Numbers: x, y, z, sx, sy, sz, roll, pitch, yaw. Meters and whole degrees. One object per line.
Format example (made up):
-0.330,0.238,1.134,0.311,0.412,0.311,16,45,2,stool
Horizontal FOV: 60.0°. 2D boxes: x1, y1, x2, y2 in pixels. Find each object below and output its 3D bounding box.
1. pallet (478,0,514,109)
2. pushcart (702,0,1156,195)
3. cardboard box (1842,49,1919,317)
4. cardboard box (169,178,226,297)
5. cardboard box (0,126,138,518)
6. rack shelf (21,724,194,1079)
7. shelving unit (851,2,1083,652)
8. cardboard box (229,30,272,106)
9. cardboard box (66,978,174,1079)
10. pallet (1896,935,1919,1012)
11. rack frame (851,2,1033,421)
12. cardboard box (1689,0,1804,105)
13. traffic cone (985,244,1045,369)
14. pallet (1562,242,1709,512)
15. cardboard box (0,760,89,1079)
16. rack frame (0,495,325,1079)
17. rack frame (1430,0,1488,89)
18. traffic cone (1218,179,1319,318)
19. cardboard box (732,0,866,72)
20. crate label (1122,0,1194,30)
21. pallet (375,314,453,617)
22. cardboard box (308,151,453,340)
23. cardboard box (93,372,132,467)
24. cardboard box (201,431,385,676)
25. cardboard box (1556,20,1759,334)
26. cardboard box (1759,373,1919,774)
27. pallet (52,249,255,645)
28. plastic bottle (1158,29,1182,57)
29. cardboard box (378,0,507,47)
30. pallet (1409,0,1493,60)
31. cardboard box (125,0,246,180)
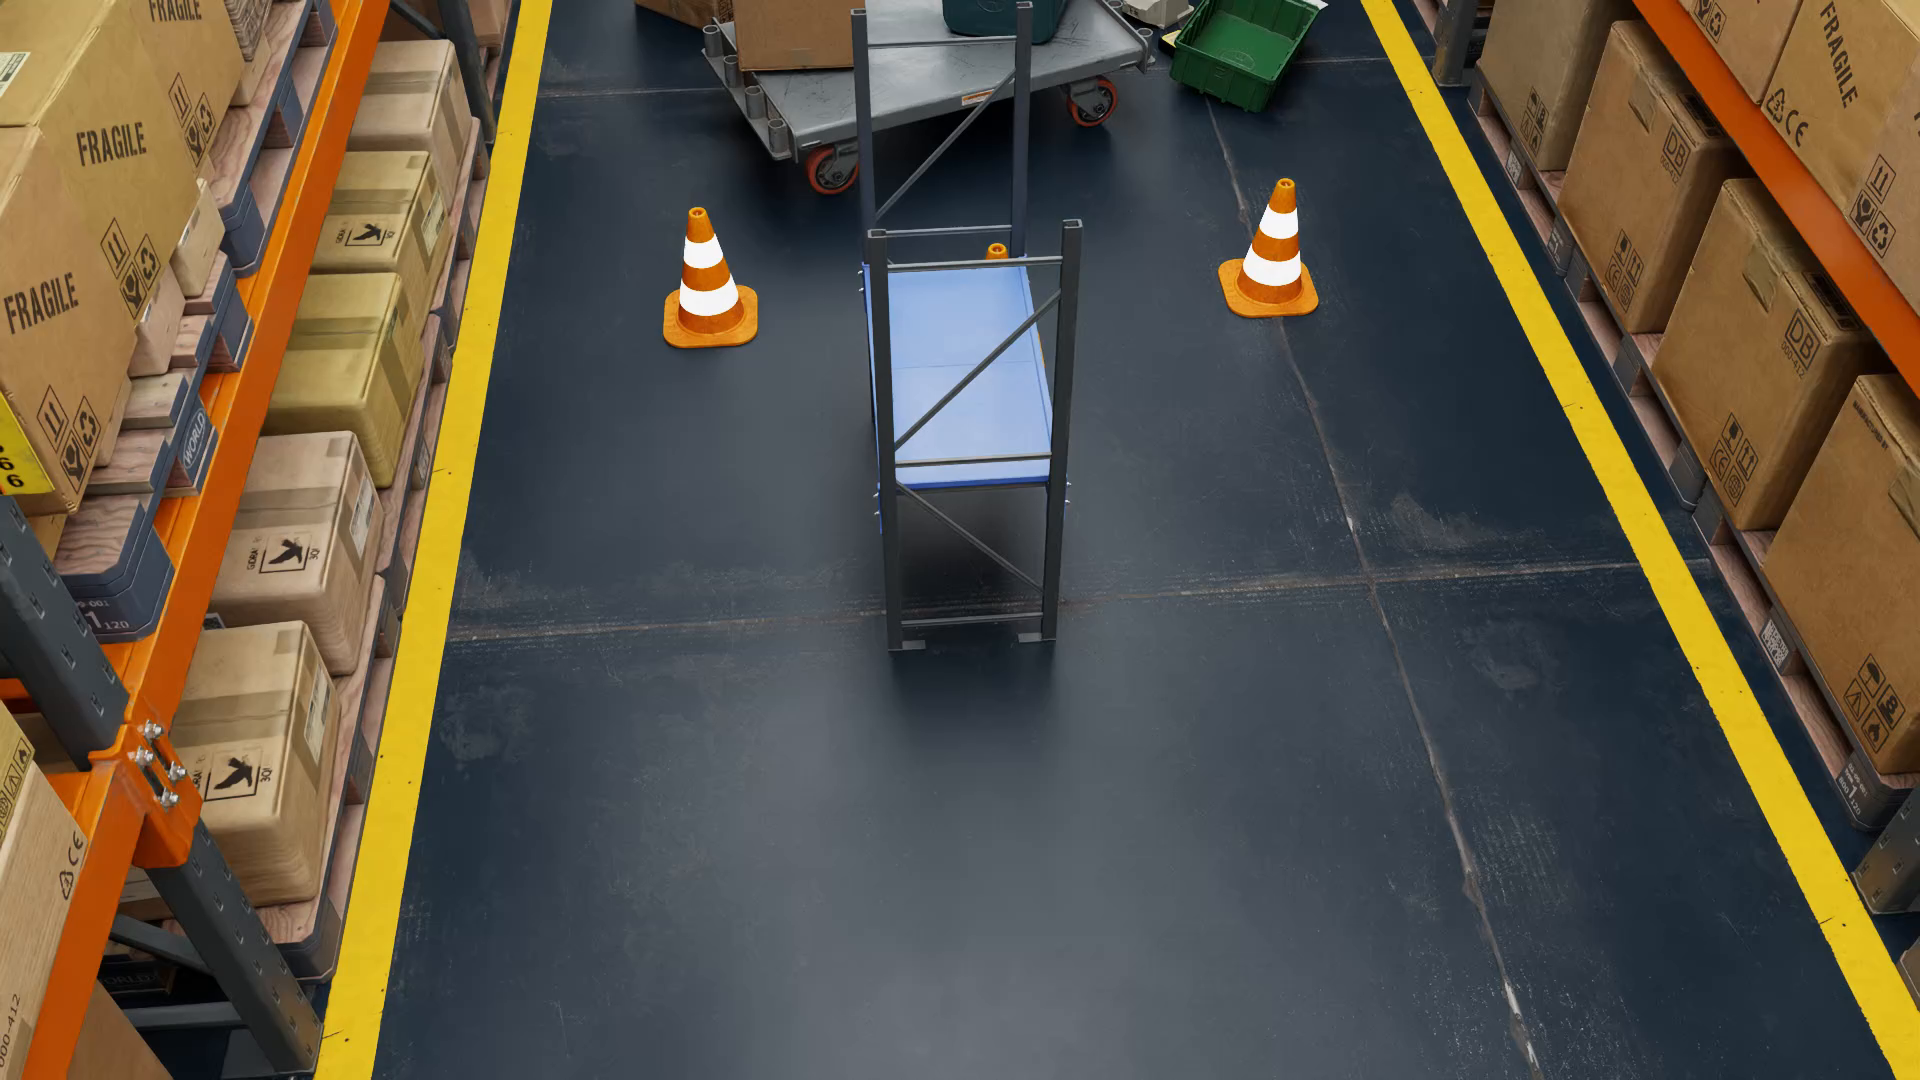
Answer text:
-2.490,-2.172,7.162,1.003,0.211,1.213,-3,47,-3,pallet
-0.131,-1.920,6.809,1.648,0.377,0.936,-19,49,-17,pushcart
2.515,-0.832,3.903,0.500,0.500,0.500,-3,47,-3,cardboard box
-1.875,-0.665,3.698,0.380,0.149,0.250,-3,47,-3,cardboard box
-1.871,-0.374,2.975,0.500,0.500,0.500,-5,47,-4,cardboard box
-1.896,1.941,1.841,1.077,0.370,4.000,-3,47,-3,rack shelf
-0.007,-0.577,4.764,0.538,1.500,1.048,-3,47,-3,shelving unit
-1.993,-1.230,4.233,0.380,0.149,0.250,-2,47,-2,cardboard box
-2.089,1.338,3.091,0.875,0.875,0.875,-4,47,-4,cardboard box
2.925,1.397,3.782,1.003,0.211,1.213,-3,47,-3,pallet
-0.050,-0.945,5.112,0.500,1.500,0.032,-3,47,-3,rack frame
2.426,-1.564,4.597,0.500,0.500,0.500,-3,47,-3,cardboard box
0.121,-0.814,5.702,0.336,0.463,0.334,-3,47,-3,traffic cone
2.771,-0.624,5.696,1.003,0.211,1.213,-3,47,-3,pallet
-1.763,0.648,2.673,0.500,0.250,0.500,-5,47,-5,cardboard box
-2.064,0.247,2.950,1.000,3.000,0.127,-3,47,-3,rack frame
2.526,-3.021,6.046,1.000,3.000,0.127,-3,47,-3,rack frame
1.133,-1.087,5.961,0.336,0.463,0.334,-3,47,-3,traffic cone
-0.627,-2.178,6.447,0.500,0.500,0.500,-3,47,-3,cardboard box
0.873,-2.423,7.451,0.298,0.136,0.250,-36,56,-29,crate label
-2.227,-0.241,5.332,1.003,0.211,1.213,-3,47,-3,pallet
-2.289,-0.989,5.641,0.950,0.372,0.625,-1,47,-1,cardboard box
-1.896,-0.264,3.318,0.380,0.149,0.250,-6,47,-6,cardboard box
-2.171,0.063,4.645,0.950,0.372,0.625,-4,47,-4,cardboard box
2.744,-1.250,5.628,1.050,0.750,0.750,-3,47,-3,cardboard box
2.899,0.056,4.391,1.050,0.750,0.750,-4,47,-4,cardboard box
-2.229,-0.197,3.502,1.213,0.211,1.003,-3,47,-3,pallet
0.999,-2.119,7.215,0.133,0.061,0.283,-27,52,-23,plastic bottle
-2.179,-2.290,6.957,0.500,0.250,0.500,-5,47,-5,cardboard box
2.540,-2.617,7.584,1.003,0.211,1.213,-3,47,-3,pallet
-1.972,-1.134,3.696,0.500,0.500,0.500,-3,47,-3,cardboard box
